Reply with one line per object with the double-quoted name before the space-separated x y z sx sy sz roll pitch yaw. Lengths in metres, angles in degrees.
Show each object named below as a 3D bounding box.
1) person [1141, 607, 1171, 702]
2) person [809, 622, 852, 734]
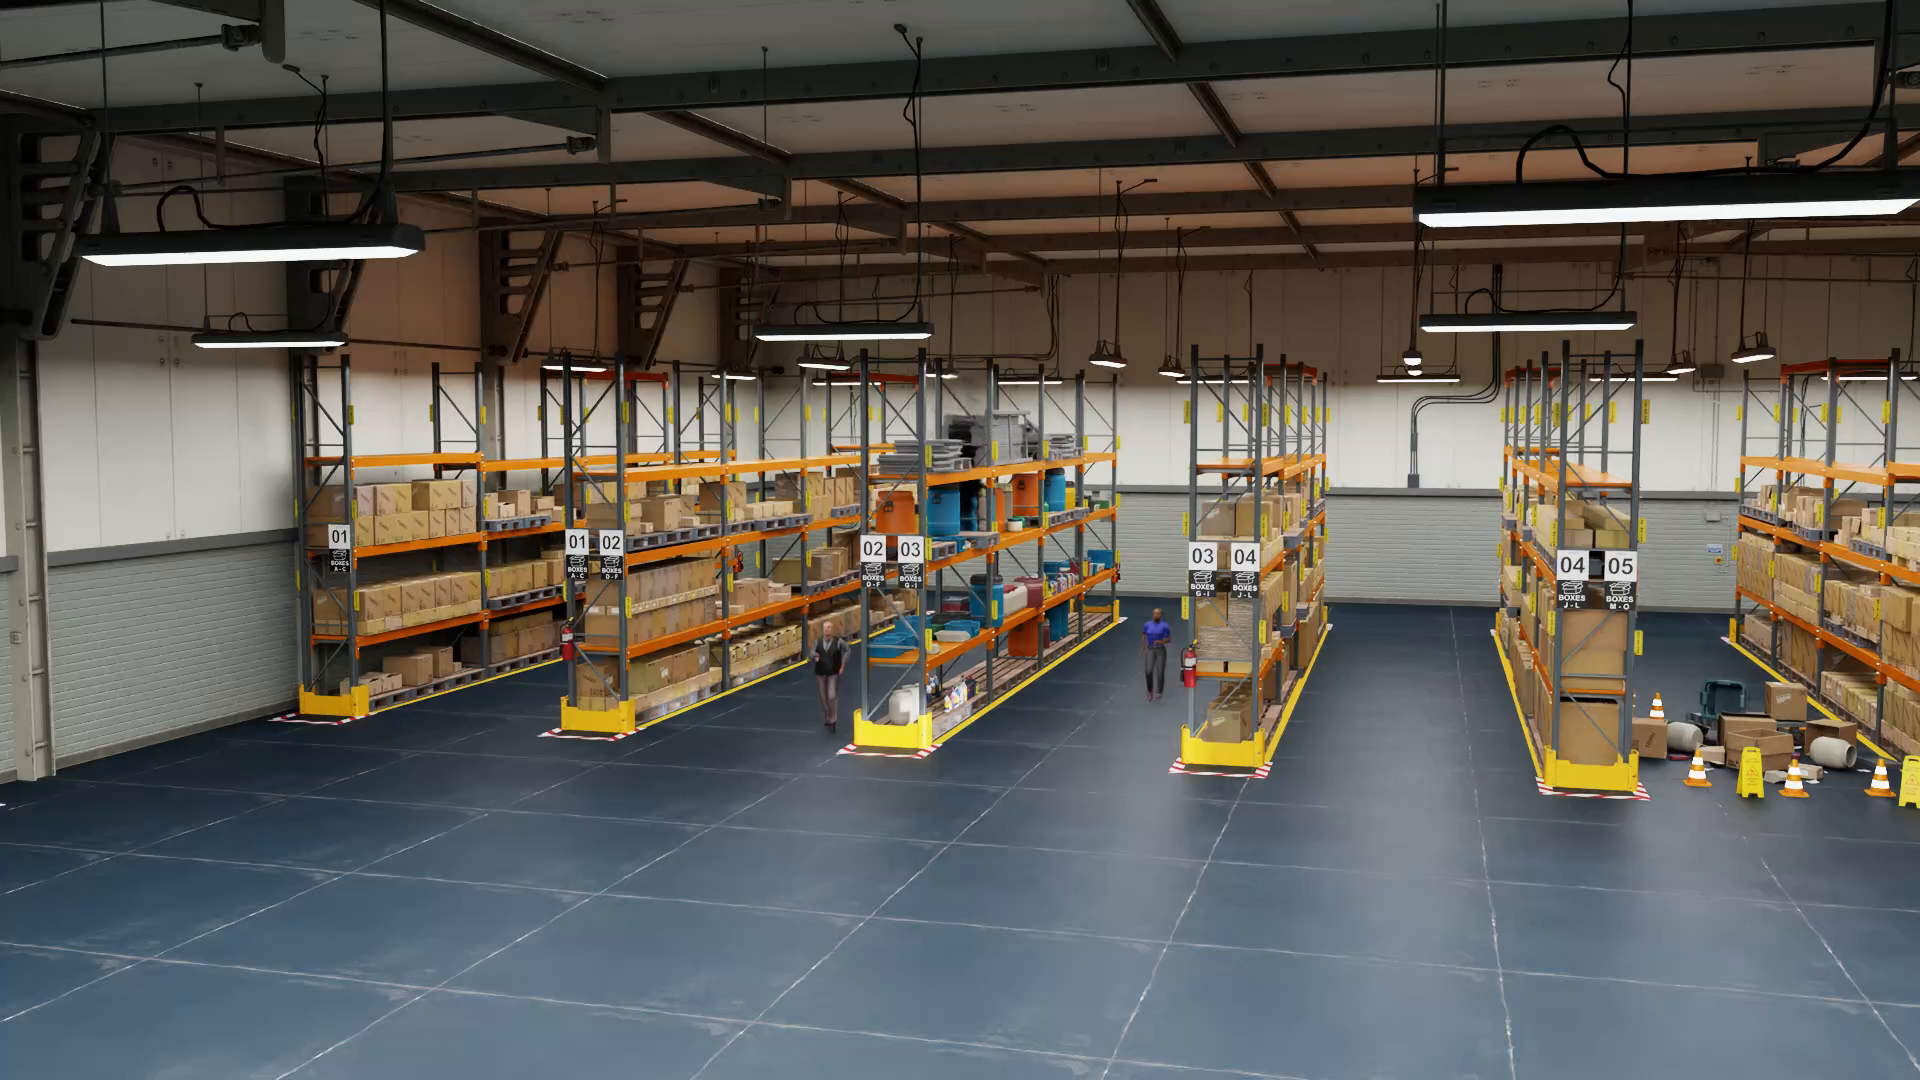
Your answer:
"person" 3.407 2.005 29.022 0.548 1.657 0.674 1 4 13
"person" -2.082 2.179 26.307 0.637 1.772 0.709 1 4 12
